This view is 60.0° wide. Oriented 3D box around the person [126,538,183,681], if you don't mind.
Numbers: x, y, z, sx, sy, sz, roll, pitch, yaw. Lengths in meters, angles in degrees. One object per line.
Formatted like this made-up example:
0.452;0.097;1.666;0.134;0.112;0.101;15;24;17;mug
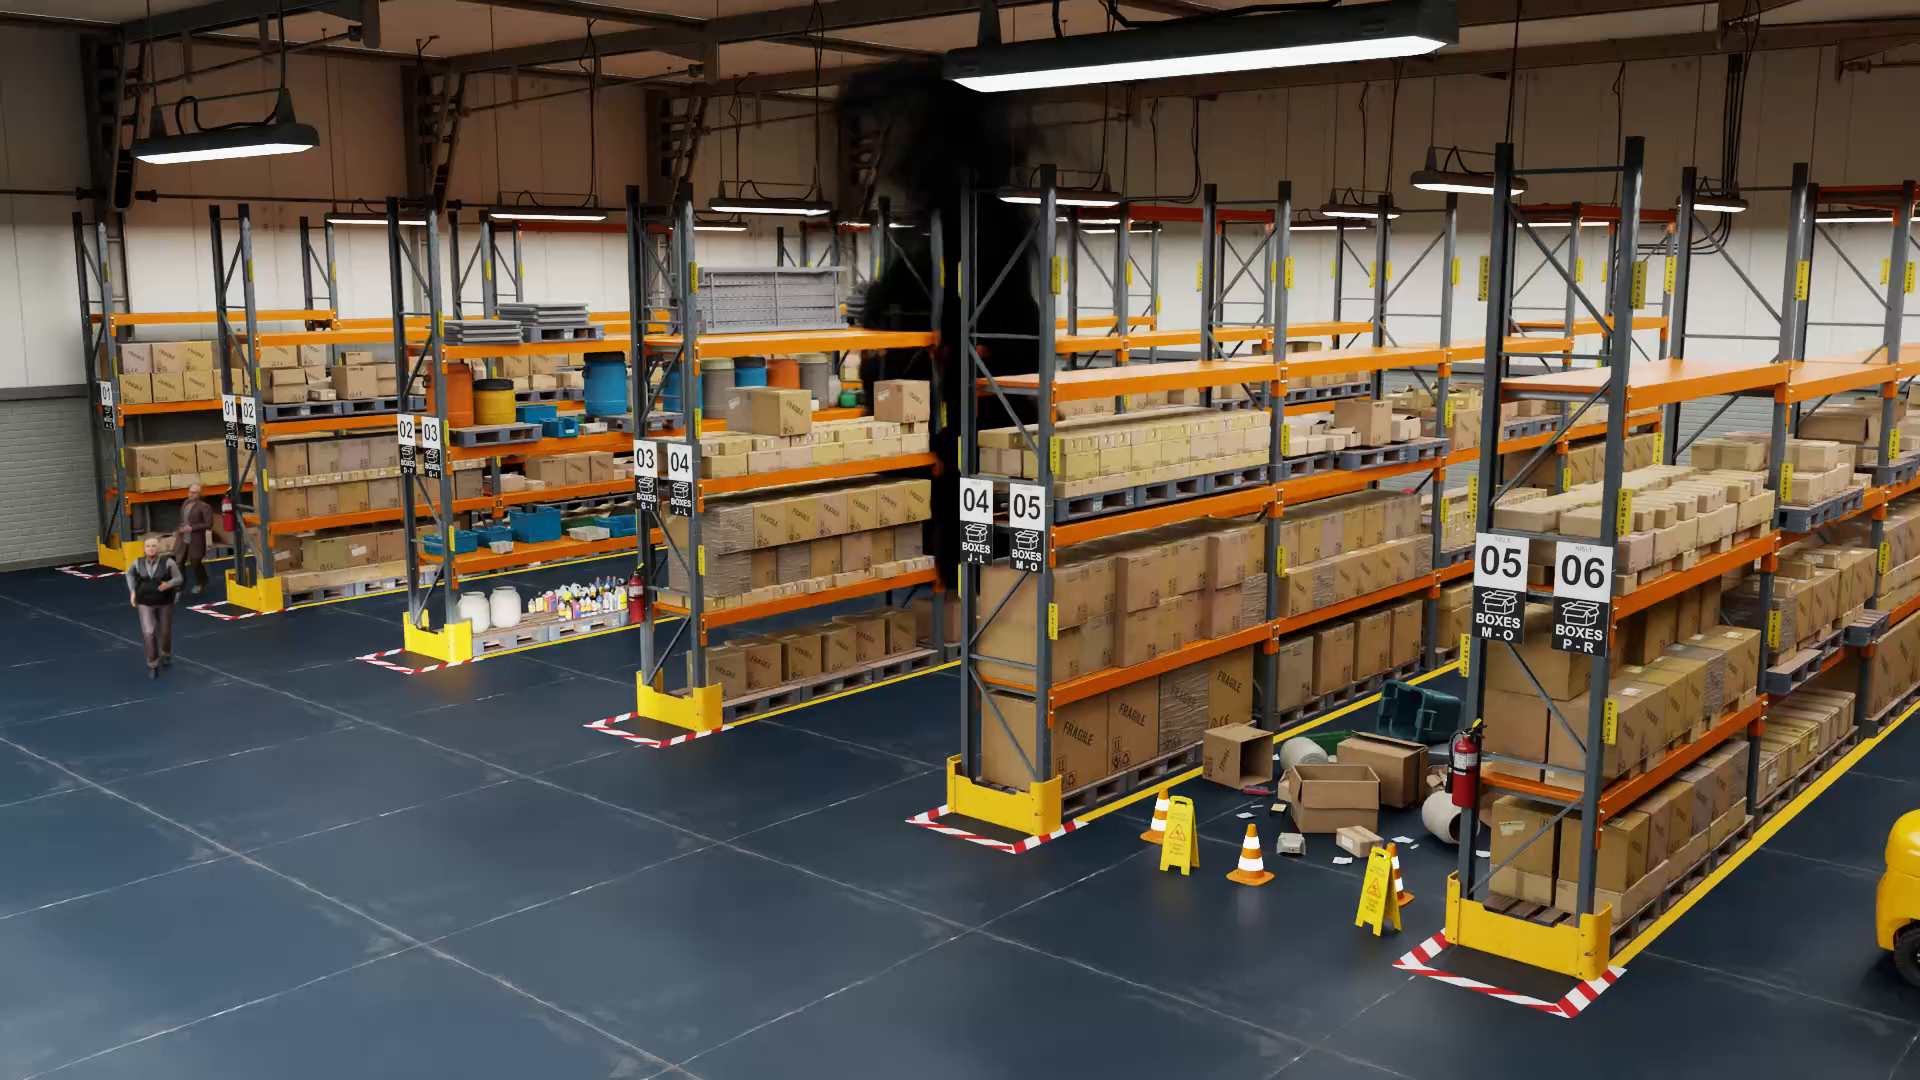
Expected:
-10.159;0.845;21.036;0.653;1.772;0.784;-4;10;-25;person

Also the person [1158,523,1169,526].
2.924;0.267;23.005;0.609;1.659;0.634;9;13;42;person

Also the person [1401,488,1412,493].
6.812;0.099;25.333;0.867;1.786;0.644;-8;13;-41;person

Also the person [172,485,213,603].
-11.816;0.044;25.730;0.685;1.807;0.879;1;10;7;person
